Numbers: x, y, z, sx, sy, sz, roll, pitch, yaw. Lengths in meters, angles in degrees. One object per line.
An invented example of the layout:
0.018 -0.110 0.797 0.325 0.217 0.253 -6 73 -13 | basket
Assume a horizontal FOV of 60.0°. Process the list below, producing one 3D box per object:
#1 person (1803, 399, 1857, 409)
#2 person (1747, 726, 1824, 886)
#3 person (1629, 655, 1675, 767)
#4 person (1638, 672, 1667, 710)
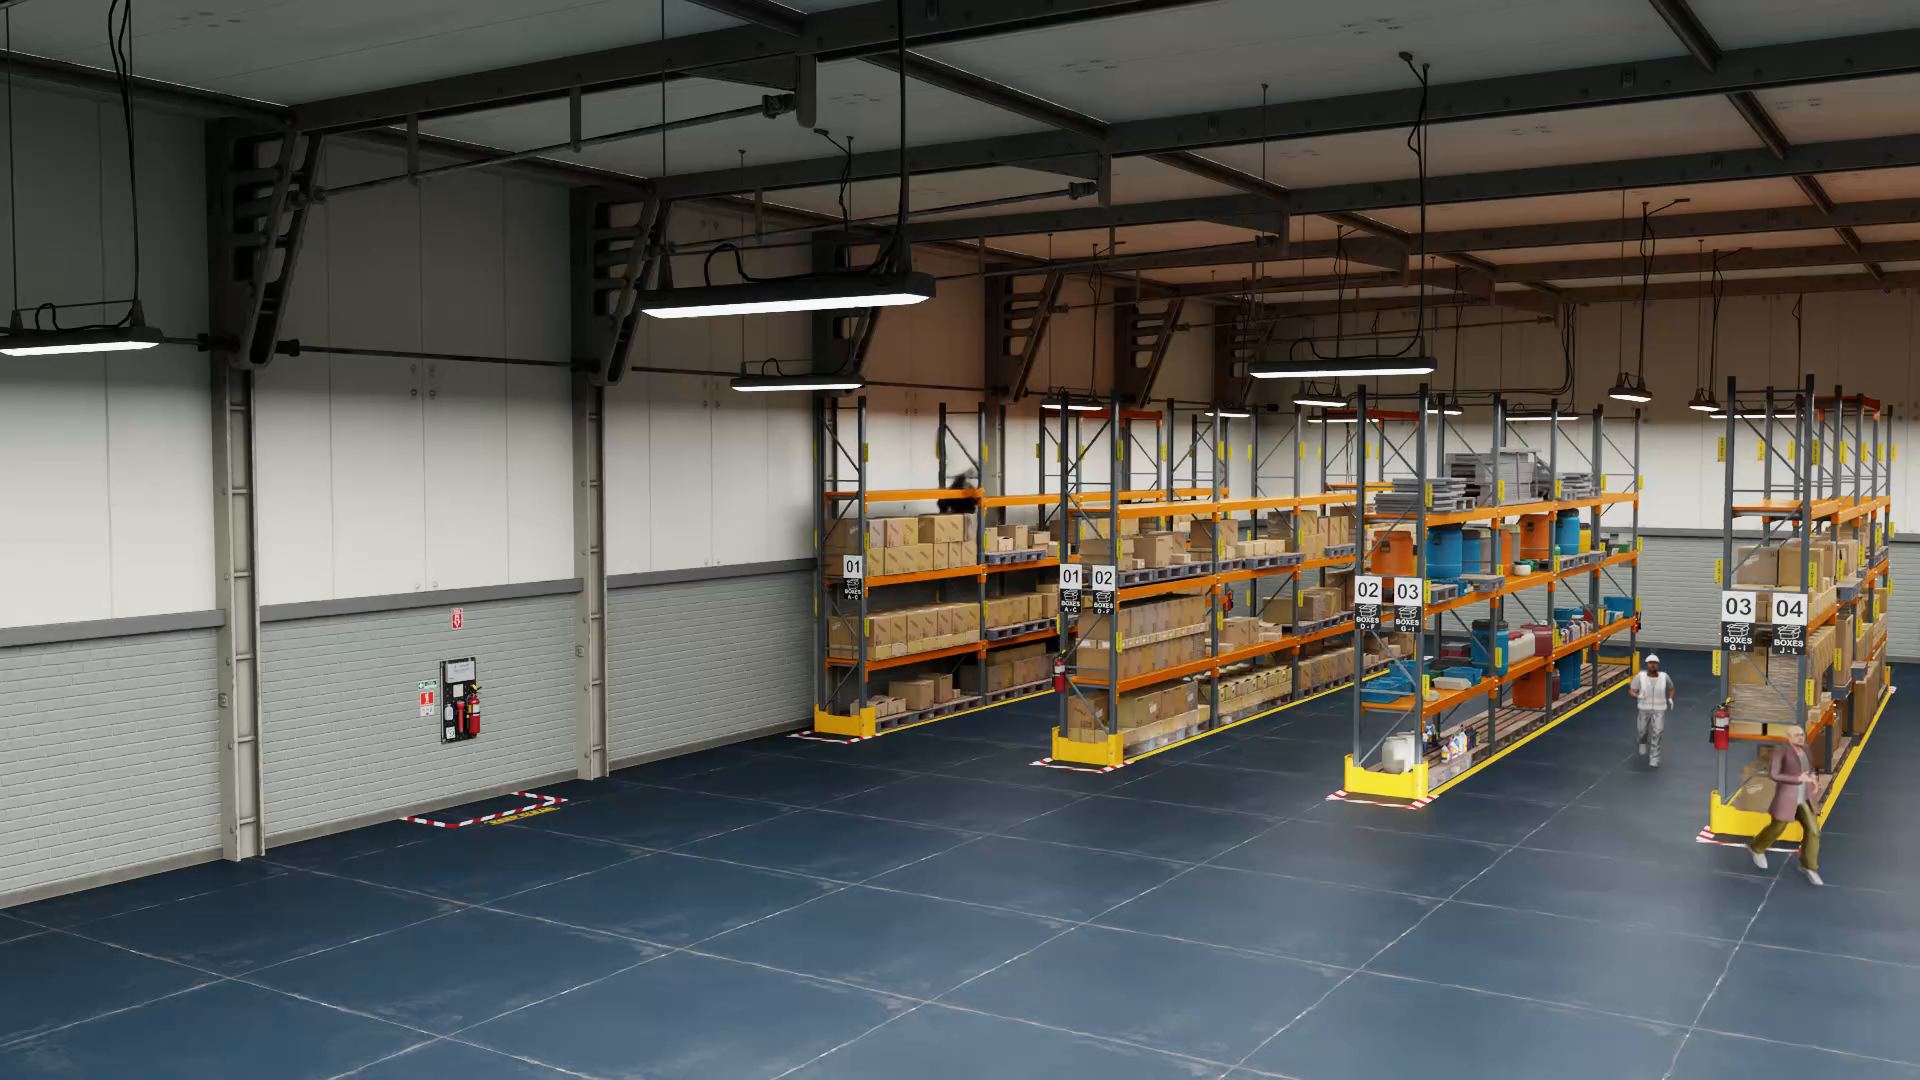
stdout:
9.858 0.312 31.843 13.685 5.773 5.317 1 3 24 | person
9.792 3.083 19.634 0.683 1.831 0.996 -1 3 -12 | person
11.112 2.724 26.700 0.697 1.755 0.857 1 3 19 | person
14.099 3.269 17.159 8.367 1.663 18.818 0 3 6 | person
